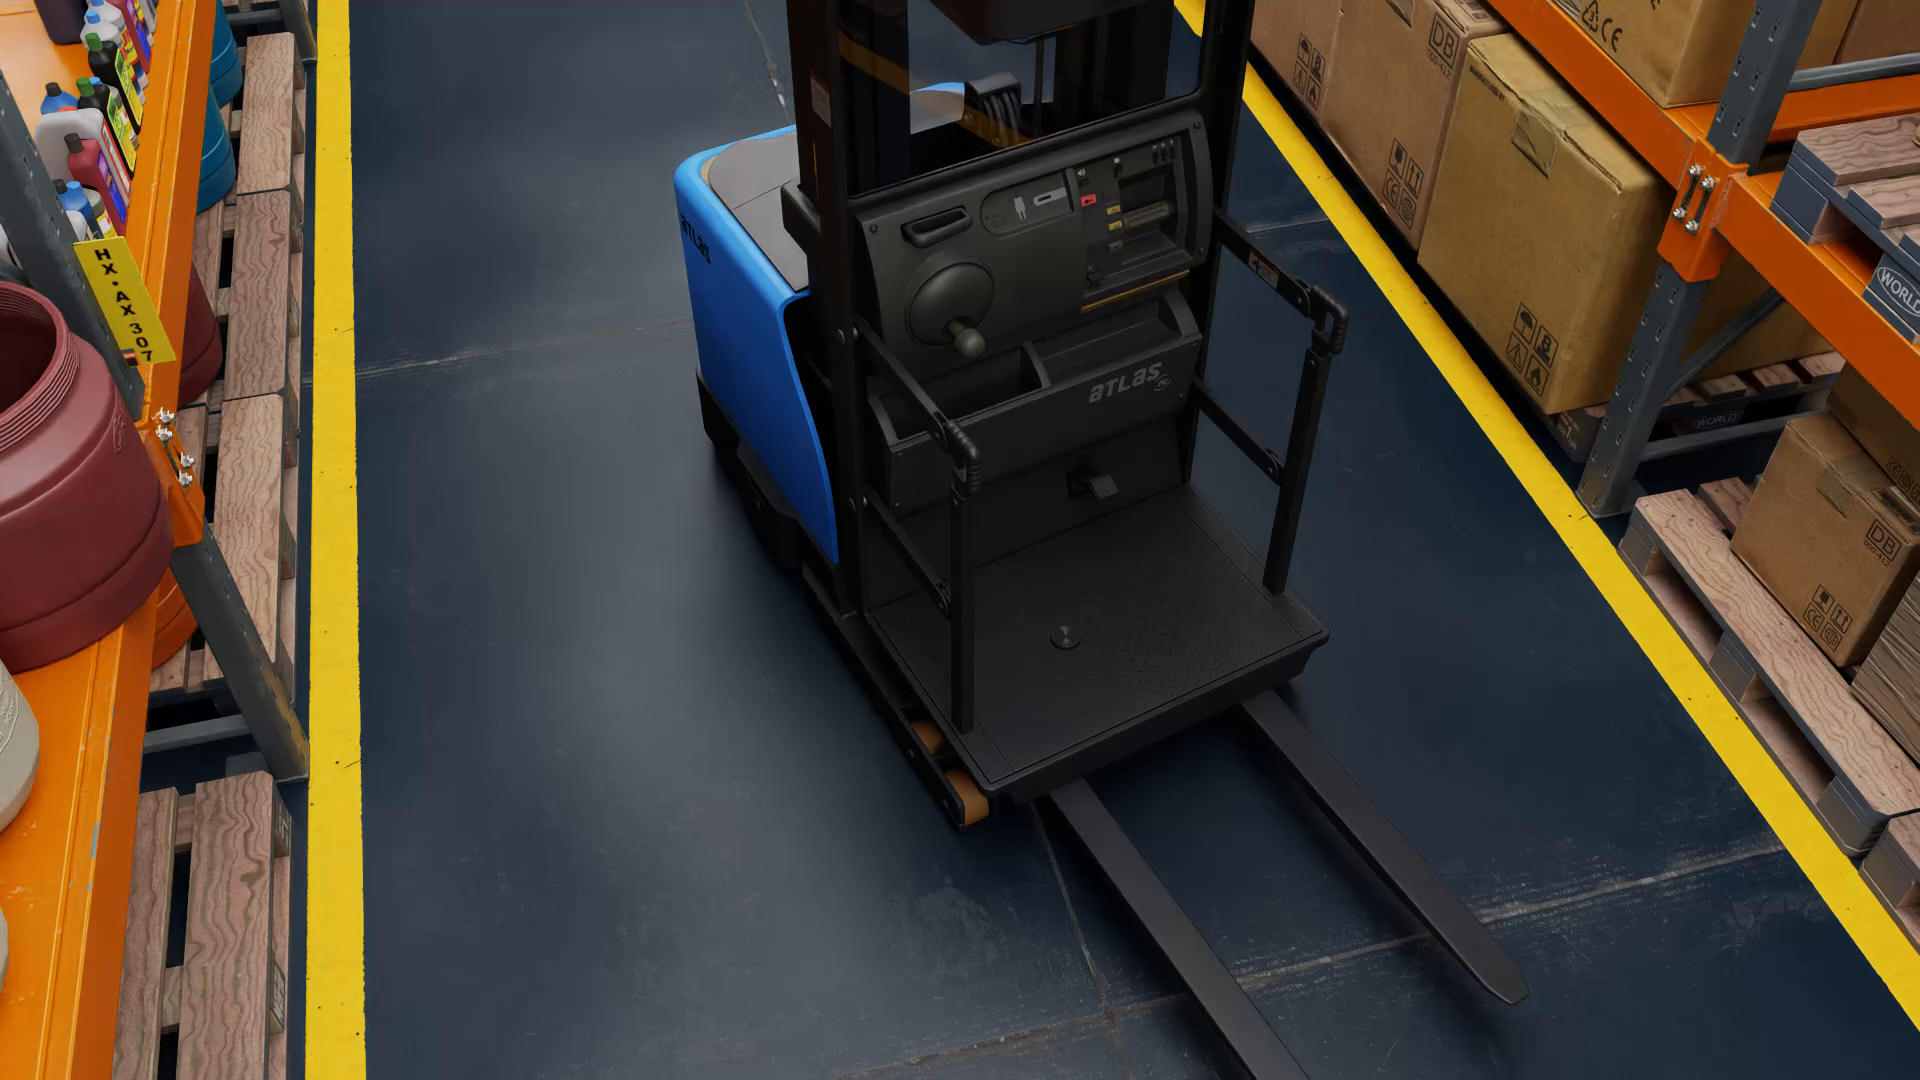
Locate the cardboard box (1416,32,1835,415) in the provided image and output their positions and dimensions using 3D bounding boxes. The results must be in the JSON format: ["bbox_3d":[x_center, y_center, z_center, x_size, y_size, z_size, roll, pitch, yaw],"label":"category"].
[{"bbox_3d":[2.333,-1.128,5.449,1.225,0.875,0.875,-13,47,-12],"label":"cardboard box"}]

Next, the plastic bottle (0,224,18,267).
[{"bbox_3d":[-2.243,-0.625,3.849,0.152,0.276,0.135,-11,47,-10],"label":"plastic bottle"}]

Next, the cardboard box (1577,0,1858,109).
[{"bbox_3d":[2.124,-1.574,4.623,0.500,0.500,0.500,-9,46,-9],"label":"cardboard box"}]

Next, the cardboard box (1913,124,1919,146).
[{"bbox_3d":[2.667,-1.061,3.825,0.500,0.500,0.500,-16,48,-15],"label":"cardboard box"}]

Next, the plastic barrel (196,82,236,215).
[{"bbox_3d":[-3.018,-1.645,5.937,0.600,0.901,0.708,-11,47,-10],"label":"plastic barrel"}]

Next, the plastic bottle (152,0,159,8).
[{"bbox_3d":[-2.489,-1.748,4.897,0.144,0.351,0.185,-11,47,-10],"label":"plastic bottle"}]

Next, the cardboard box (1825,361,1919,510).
[{"bbox_3d":[2.690,-0.329,4.389,0.500,0.250,0.500,-9,46,-9],"label":"cardboard box"}]

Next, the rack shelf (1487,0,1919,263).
[{"bbox_3d":[1.978,-2.373,5.979,1.077,0.370,4.000,-11,47,-10],"label":"rack shelf"}]

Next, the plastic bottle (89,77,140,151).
[{"bbox_3d":[-2.252,-1.123,4.390,0.097,0.201,0.097,0,46,0],"label":"plastic bottle"}]

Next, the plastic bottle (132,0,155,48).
[{"bbox_3d":[-2.395,-1.534,4.743,0.097,0.271,0.097,0,46,0],"label":"plastic bottle"}]

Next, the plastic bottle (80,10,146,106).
[{"bbox_3d":[-2.311,-1.307,4.521,0.097,0.271,0.097,0,46,0],"label":"plastic bottle"}]

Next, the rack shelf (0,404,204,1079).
[{"bbox_3d":[-1.786,1.294,2.385,1.077,0.370,4.000,-11,47,-10],"label":"rack shelf"}]

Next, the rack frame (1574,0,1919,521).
[{"bbox_3d":[2.490,-1.244,4.369,1.000,3.000,0.127,-11,47,-10],"label":"rack frame"}]

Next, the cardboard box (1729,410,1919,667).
[{"bbox_3d":[2.681,-0.064,4.655,0.700,0.500,0.500,-13,47,-12],"label":"cardboard box"}]

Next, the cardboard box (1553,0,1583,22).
[{"bbox_3d":[2.002,-1.920,4.961,0.500,0.500,0.500,-11,47,-11],"label":"cardboard box"}]

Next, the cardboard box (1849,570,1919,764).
[{"bbox_3d":[2.835,0.316,4.282,0.700,0.500,0.500,-14,47,-14],"label":"cardboard box"}]

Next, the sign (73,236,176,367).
[{"bbox_3d":[-1.768,-0.501,3.527,0.100,0.325,0.005,-11,47,-10],"label":"sign"}]

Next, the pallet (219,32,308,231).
[{"bbox_3d":[-3.165,-1.584,6.654,1.003,0.211,1.213,-11,47,-10],"label":"pallet"}]

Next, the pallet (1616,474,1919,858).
[{"bbox_3d":[2.688,0.272,4.836,1.003,0.211,1.213,-11,47,-10],"label":"pallet"}]

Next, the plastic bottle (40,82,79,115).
[{"bbox_3d":[-2.277,-1.045,4.264,0.097,0.271,0.097,0,46,0],"label":"plastic bottle"}]

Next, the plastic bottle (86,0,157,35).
[{"bbox_3d":[-2.451,-1.610,4.815,0.152,0.276,0.135,-11,47,-10],"label":"plastic bottle"}]

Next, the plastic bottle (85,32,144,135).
[{"bbox_3d":[-2.264,-1.235,4.442,0.061,0.283,0.133,-11,47,-10],"label":"plastic bottle"}]

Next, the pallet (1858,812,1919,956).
[{"bbox_3d":[2.997,1.112,4.012,1.003,0.211,1.213,-11,47,-10],"label":"pallet"}]

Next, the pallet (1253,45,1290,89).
[{"bbox_3d":[1.736,-2.511,7.563,1.003,0.211,1.213,-11,47,-10],"label":"pallet"}]

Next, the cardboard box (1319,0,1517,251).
[{"bbox_3d":[2.112,-1.745,6.053,1.225,0.875,0.875,-11,47,-10],"label":"cardboard box"}]

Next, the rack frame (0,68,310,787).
[{"bbox_3d":[-2.298,-0.339,3.482,1.000,3.000,0.127,-11,47,-10],"label":"rack frame"}]

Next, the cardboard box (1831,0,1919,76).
[{"bbox_3d":[2.628,-1.664,4.711,0.500,0.500,0.500,-9,46,-9],"label":"cardboard box"}]

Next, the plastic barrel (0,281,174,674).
[{"bbox_3d":[-1.886,-0.121,3.173,0.600,0.536,0.708,-11,47,-10],"label":"plastic barrel"}]

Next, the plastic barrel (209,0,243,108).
[{"bbox_3d":[-3.199,-2.134,6.416,0.600,0.901,0.708,-11,47,-10],"label":"plastic barrel"}]

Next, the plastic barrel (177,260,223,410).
[{"bbox_3d":[-2.729,-0.756,5.285,0.600,0.588,0.708,-11,47,-10],"label":"plastic barrel"}]

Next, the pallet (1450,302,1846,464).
[{"bbox_3d":[2.361,-0.826,5.912,1.003,0.211,1.213,-11,47,-10],"label":"pallet"}]

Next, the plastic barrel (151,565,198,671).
[{"bbox_3d":[-2.440,-0.061,4.435,0.600,0.830,0.708,-11,47,-10],"label":"plastic barrel"}]

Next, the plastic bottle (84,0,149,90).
[{"bbox_3d":[-2.336,-1.374,4.587,0.097,0.271,0.097,0,46,0],"label":"plastic bottle"}]

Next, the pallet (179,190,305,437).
[{"bbox_3d":[-2.849,-0.740,5.827,1.003,0.211,1.213,-11,47,-10],"label":"pallet"}]

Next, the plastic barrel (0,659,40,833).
[{"bbox_3d":[-1.828,0.294,2.784,0.421,0.512,0.421,0,46,0],"label":"plastic barrel"}]

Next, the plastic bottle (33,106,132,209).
[{"bbox_3d":[-2.215,-0.972,4.190,0.152,0.276,0.135,-11,47,-10],"label":"plastic bottle"}]

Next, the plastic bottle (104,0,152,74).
[{"bbox_3d":[-2.348,-1.462,4.664,0.061,0.283,0.133,-11,47,-10],"label":"plastic bottle"}]

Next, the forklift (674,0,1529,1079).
[{"bbox_3d":[0.307,-0.633,3.818,1.130,2.935,3.031,-22,49,-20],"label":"forklift"}]

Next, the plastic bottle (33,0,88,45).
[{"bbox_3d":[-2.601,-1.627,4.779,0.144,0.351,0.185,-11,47,-10],"label":"plastic bottle"}]

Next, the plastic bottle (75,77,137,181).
[{"bbox_3d":[-2.205,-1.076,4.286,0.061,0.283,0.133,-11,47,-10],"label":"plastic bottle"}]

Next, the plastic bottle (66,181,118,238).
[{"bbox_3d":[-2.125,-0.779,4.052,0.097,0.201,0.097,0,46,0],"label":"plastic bottle"}]

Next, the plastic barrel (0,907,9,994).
[{"bbox_3d":[-1.720,0.584,2.499,0.421,0.512,0.421,0,46,0],"label":"plastic barrel"}]

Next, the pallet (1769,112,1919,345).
[{"bbox_3d":[2.775,-0.704,3.974,1.213,0.211,1.003,-11,47,-10],"label":"pallet"}]

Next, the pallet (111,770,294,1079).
[{"bbox_3d":[-2.137,1.179,3.946,1.003,0.211,1.213,-11,47,-10],"label":"pallet"}]

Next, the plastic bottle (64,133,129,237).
[{"bbox_3d":[-2.136,-0.891,4.104,0.061,0.283,0.133,-11,47,-10],"label":"plastic bottle"}]

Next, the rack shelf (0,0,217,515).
[{"bbox_3d":[-2.810,-1.468,5.092,1.077,0.370,4.000,-11,47,-10],"label":"rack shelf"}]

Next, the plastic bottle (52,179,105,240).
[{"bbox_3d":[-2.100,-0.736,3.962,0.097,0.271,0.097,0,46,0],"label":"plastic bottle"}]

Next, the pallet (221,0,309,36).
[{"bbox_3d":[-3.548,-2.625,7.674,1.003,0.211,1.213,-11,47,-10],"label":"pallet"}]

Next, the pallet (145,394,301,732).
[{"bbox_3d":[-2.540,0.101,5.003,1.003,0.211,1.213,-11,47,-10],"label":"pallet"}]

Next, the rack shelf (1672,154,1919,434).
[{"bbox_3d":[3.002,0.389,3.273,1.077,0.370,4.000,-11,47,-10],"label":"rack shelf"}]

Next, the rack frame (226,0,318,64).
[{"bbox_3d":[-3.322,-3.100,6.188,1.000,3.000,0.127,-11,47,-10],"label":"rack frame"}]

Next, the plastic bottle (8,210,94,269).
[{"bbox_3d":[-2.096,-0.653,3.877,0.152,0.276,0.135,-11,47,-10],"label":"plastic bottle"}]

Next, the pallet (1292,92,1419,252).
[{"bbox_3d":[2.052,-1.667,6.736,1.003,0.211,1.213,-11,47,-10],"label":"pallet"}]

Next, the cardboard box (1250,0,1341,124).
[{"bbox_3d":[1.879,-2.354,6.650,1.225,0.875,0.875,-12,47,-12],"label":"cardboard box"}]
